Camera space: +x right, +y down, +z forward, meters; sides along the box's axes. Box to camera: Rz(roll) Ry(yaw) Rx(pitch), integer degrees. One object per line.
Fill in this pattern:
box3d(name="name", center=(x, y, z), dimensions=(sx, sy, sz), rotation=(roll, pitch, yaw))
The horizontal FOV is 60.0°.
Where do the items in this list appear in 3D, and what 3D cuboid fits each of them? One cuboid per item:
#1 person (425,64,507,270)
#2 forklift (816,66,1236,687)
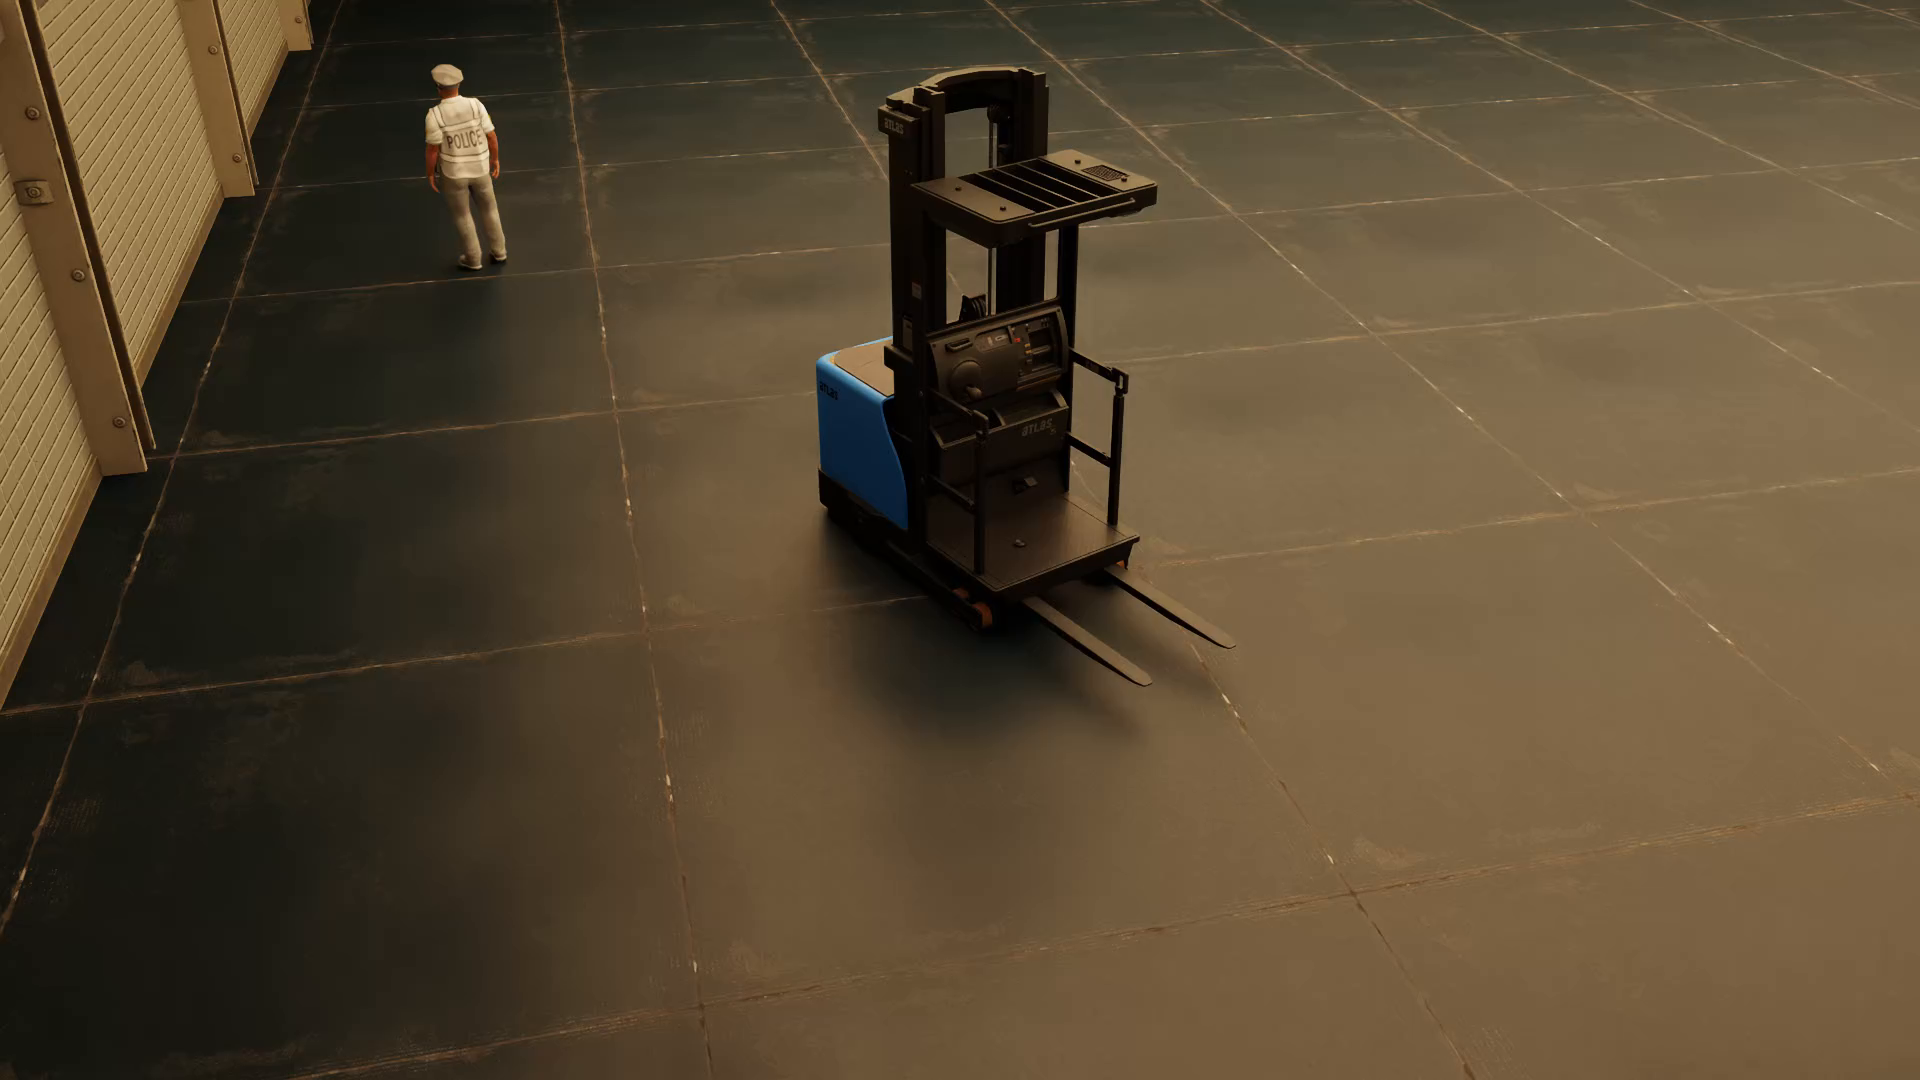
box3d(name="person", center=(-4.261, -3.197, 14.231), dimensions=(0.639, 1.779, 0.575), rotation=(-16, 34, -26))
box3d(name="forklift", center=(0.355, -1.021, 9.338), dimensions=(1.130, 2.935, 3.031), rotation=(-20, 35, -30))
